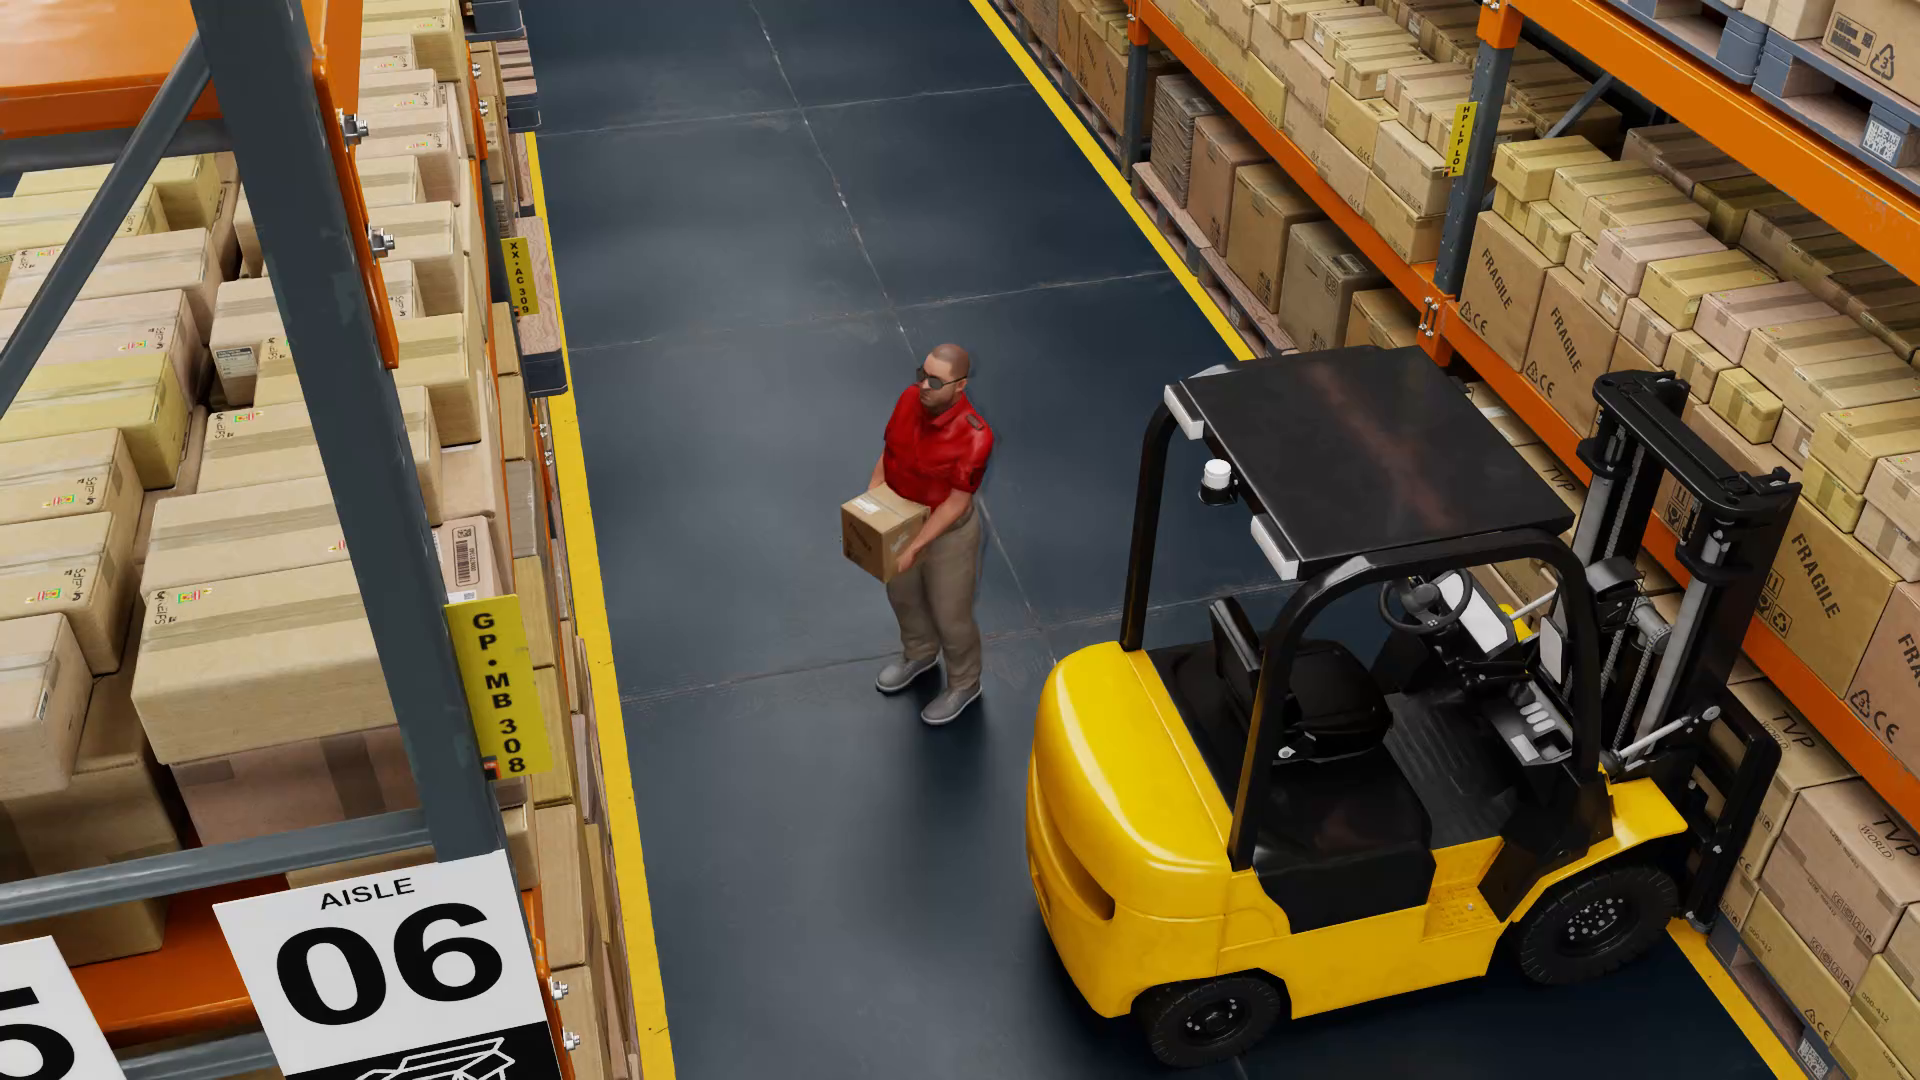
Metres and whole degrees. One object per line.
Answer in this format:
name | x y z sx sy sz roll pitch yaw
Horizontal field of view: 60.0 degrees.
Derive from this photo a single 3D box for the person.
person | -0.173 0.009 6.719 0.529 1.720 0.499 -28 46 -31
